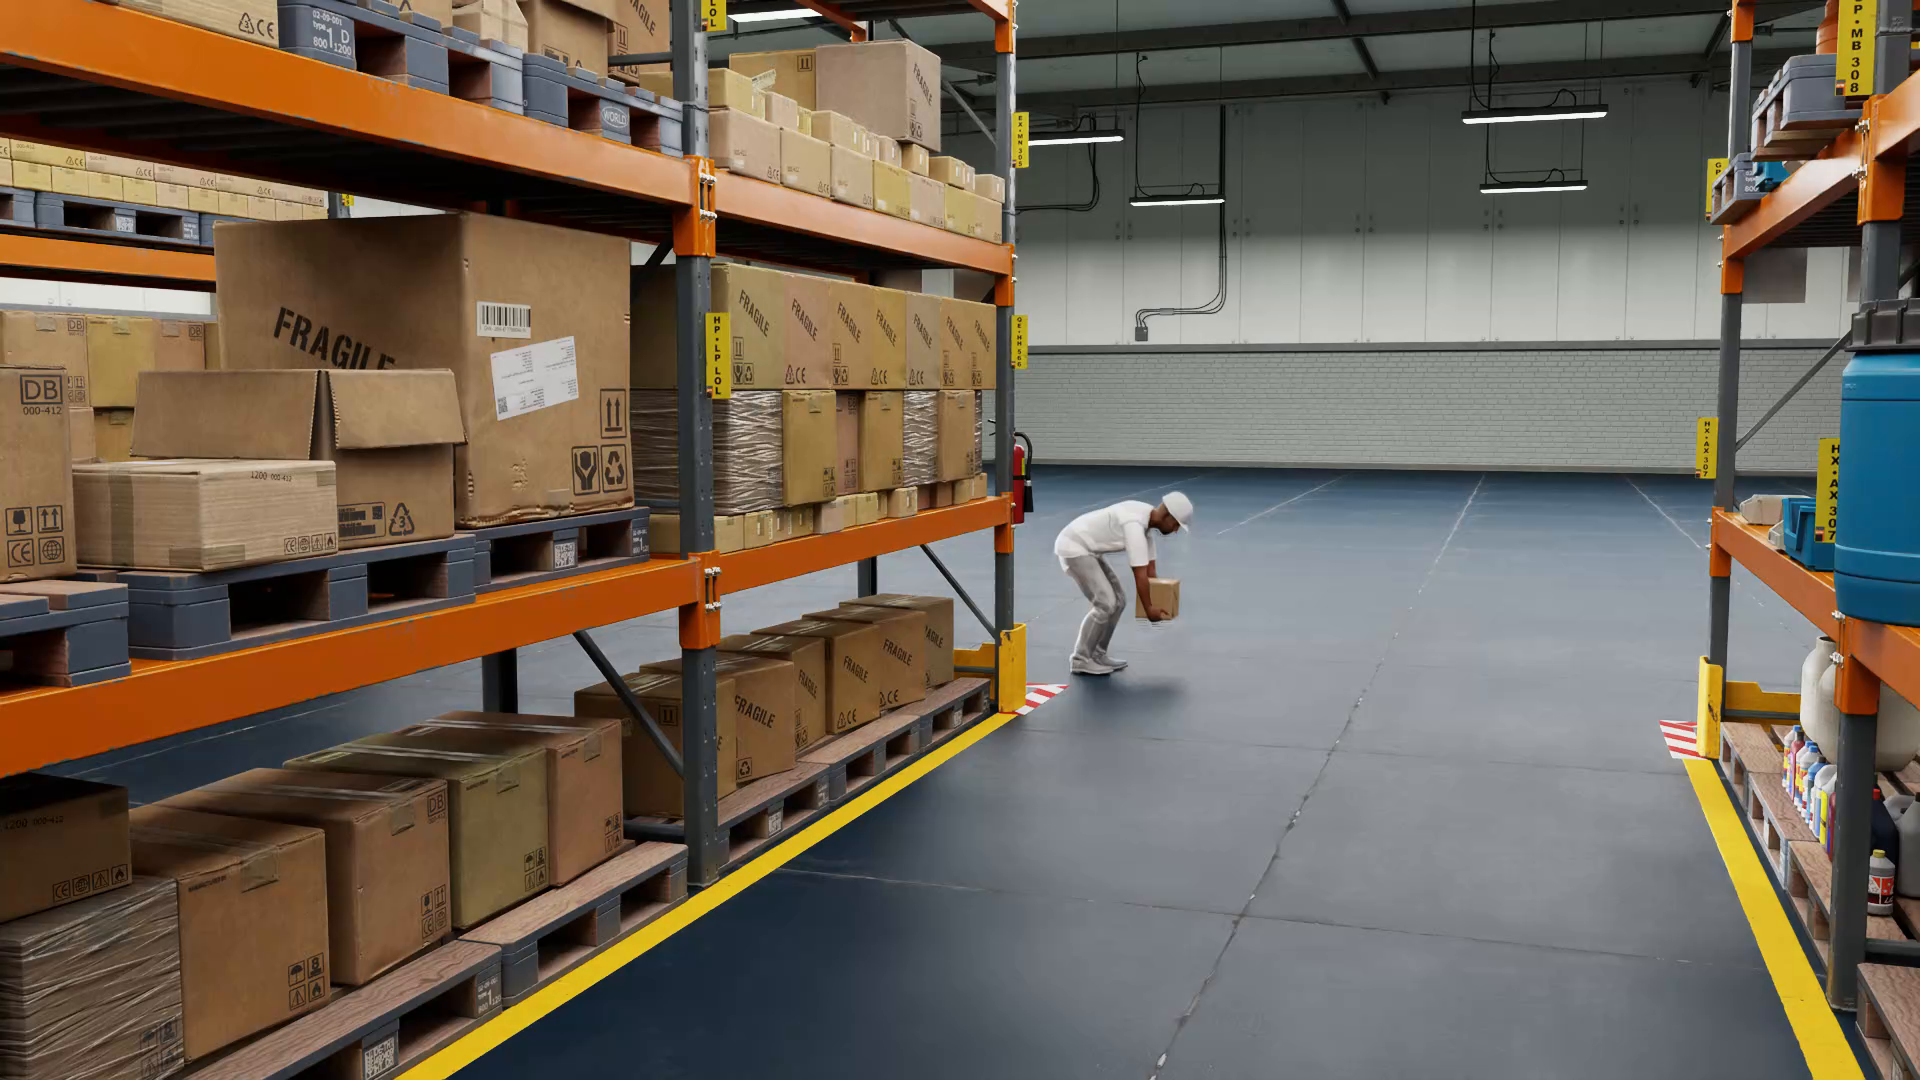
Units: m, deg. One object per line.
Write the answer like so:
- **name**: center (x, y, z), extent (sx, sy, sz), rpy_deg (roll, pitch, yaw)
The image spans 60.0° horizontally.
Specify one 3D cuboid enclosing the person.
- **person**: center (1.011, 0.044, 11.502), extent (0.592, 1.743, 0.503), rpy_deg (2, 5, 18)
